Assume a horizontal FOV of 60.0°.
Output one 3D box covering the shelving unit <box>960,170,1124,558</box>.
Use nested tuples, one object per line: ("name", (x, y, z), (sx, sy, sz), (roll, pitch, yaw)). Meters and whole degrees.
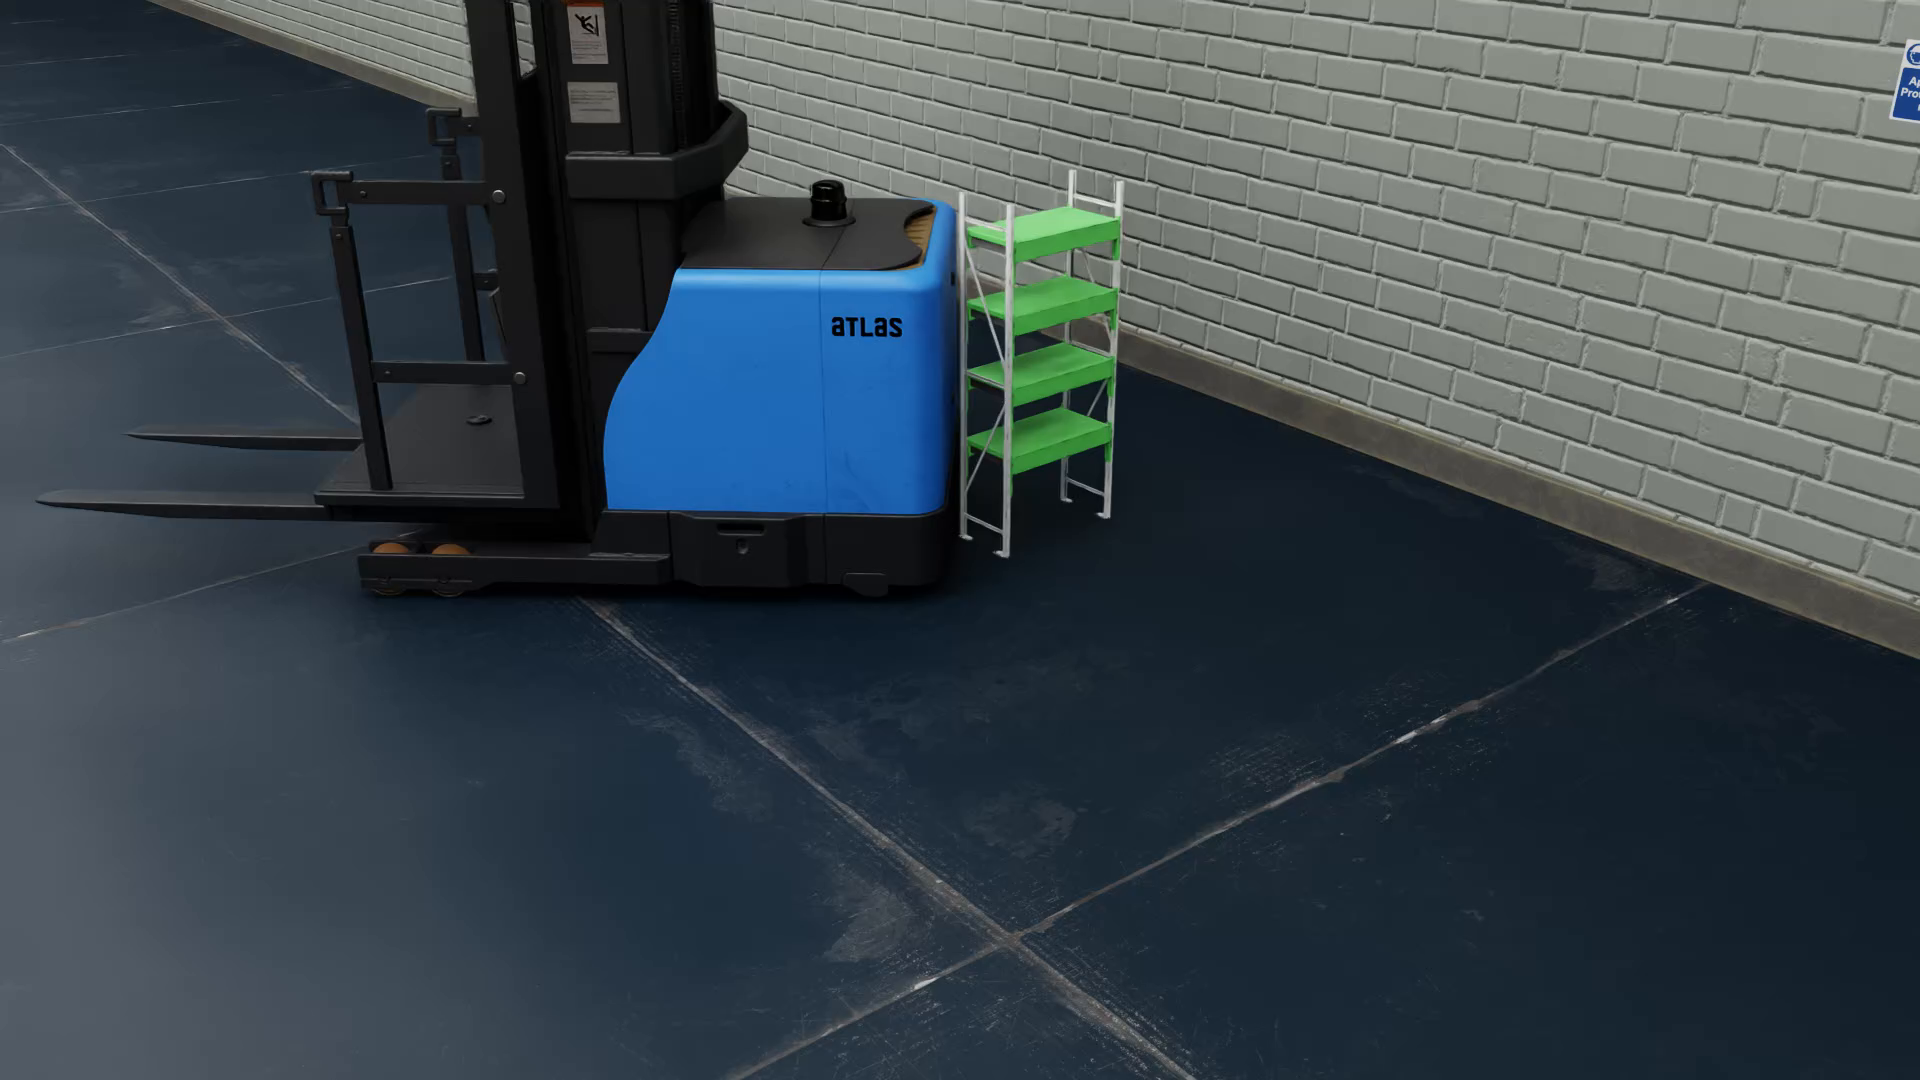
("shelving unit", (0.267, -0.590, 5.597), (0.503, 1.200, 0.258), (-20, 32, -37))

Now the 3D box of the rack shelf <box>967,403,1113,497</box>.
("rack shelf", (0.267, -0.315, 5.725), (0.480, 0.148, 0.258), (-20, 32, -37))

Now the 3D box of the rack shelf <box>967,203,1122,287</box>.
("rack shelf", (0.267, -0.968, 5.422), (0.480, 0.148, 0.258), (-20, 32, -37))

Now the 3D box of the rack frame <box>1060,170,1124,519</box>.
("rack frame", (0.450, -0.658, 5.743), (0.015, 1.200, 0.240), (-20, 32, -37))

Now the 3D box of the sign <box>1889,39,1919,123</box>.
("sign", (2.712, -1.228, 4.513), (0.001, 0.218, 0.327), (-18, 31, -34))

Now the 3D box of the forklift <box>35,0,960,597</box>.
("forklift", (-1.533, -1.367, 5.214), (3.031, 2.935, 1.130), (1, 25, 2))

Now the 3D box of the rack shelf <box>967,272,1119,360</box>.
("rack shelf", (0.267, -0.750, 5.523), (0.480, 0.148, 0.258), (-20, 32, -37))

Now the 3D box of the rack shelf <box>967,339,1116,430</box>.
("rack shelf", (0.267, -0.532, 5.624), (0.480, 0.148, 0.258), (-20, 32, -37))

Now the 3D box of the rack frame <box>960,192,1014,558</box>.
("rack frame", (0.084, -0.523, 5.451), (0.015, 1.200, 0.240), (-20, 32, -37))
